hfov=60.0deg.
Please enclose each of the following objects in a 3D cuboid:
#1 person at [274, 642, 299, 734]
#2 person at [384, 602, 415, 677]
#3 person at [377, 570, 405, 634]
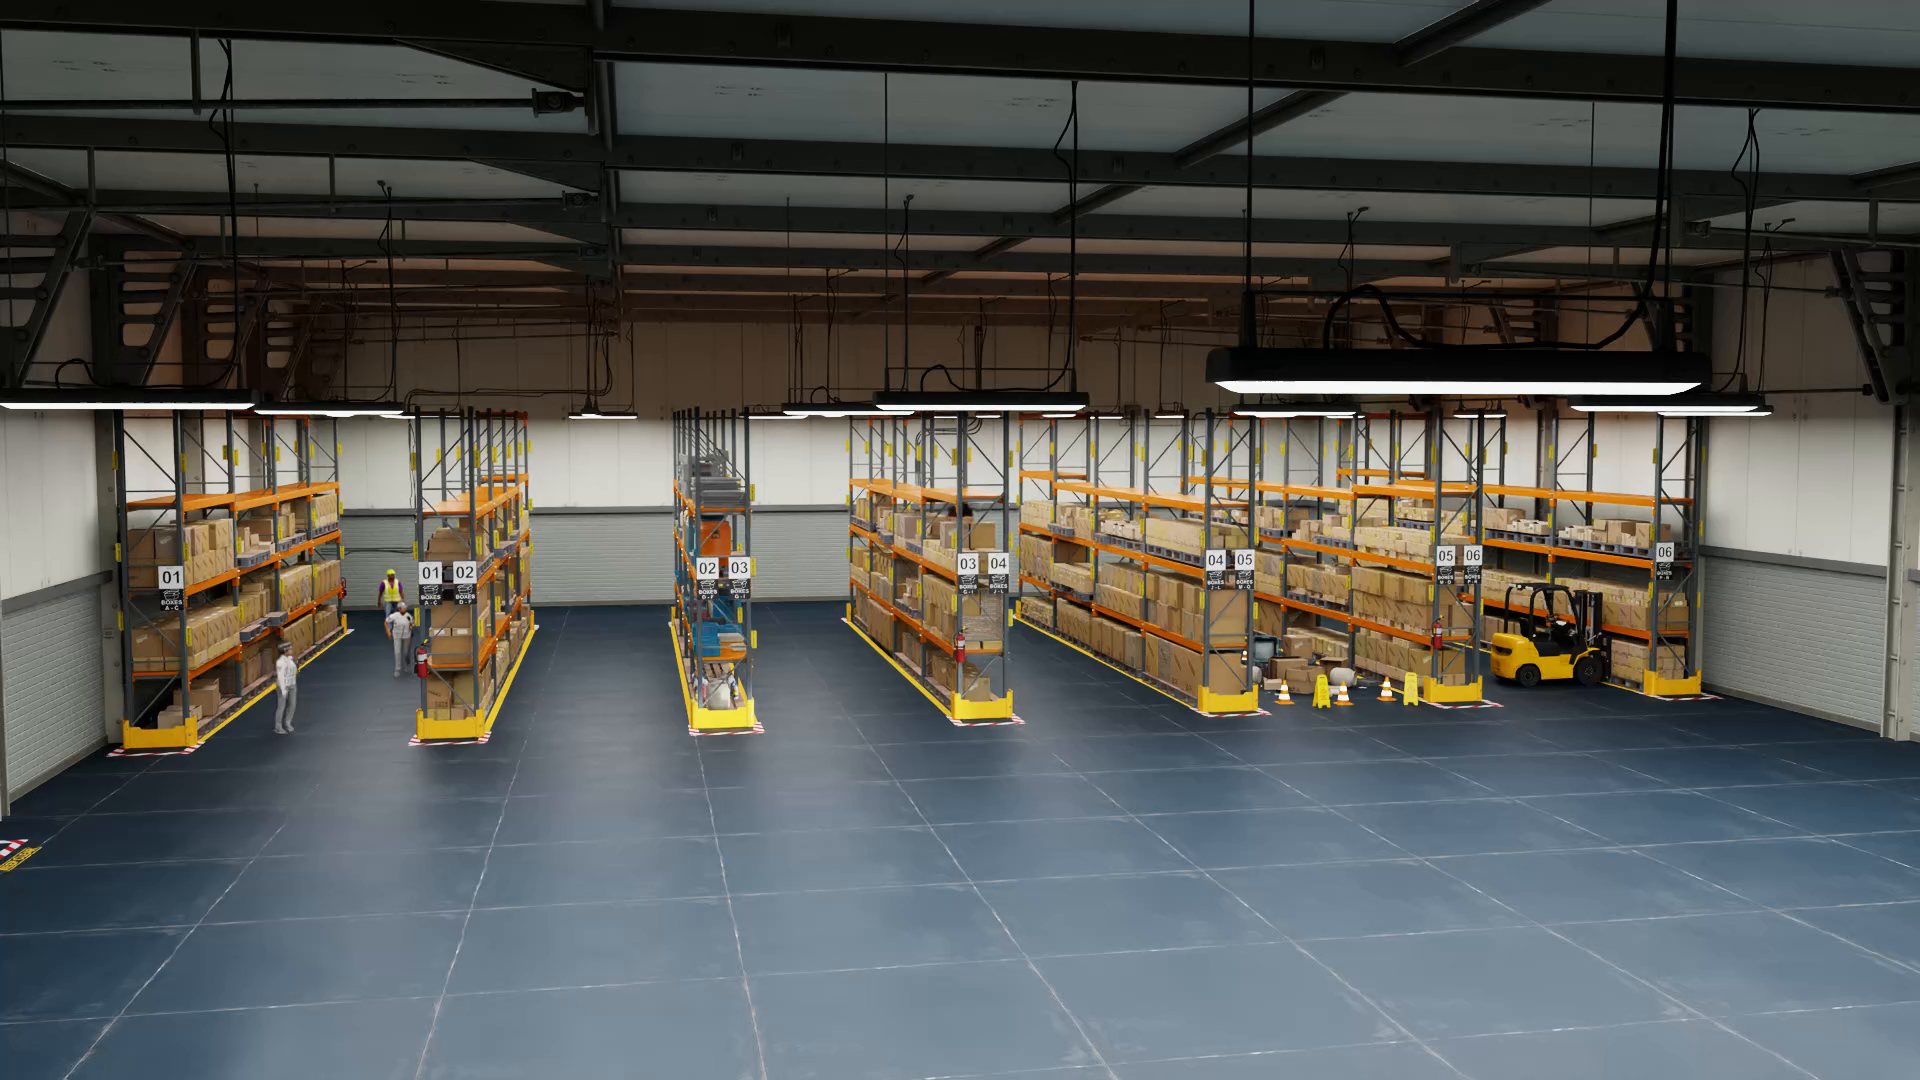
[{"bbox_3d":[-12.420,2.710,30.636,0.384,1.691,0.516,2,4,22],"label":"person"},{"bbox_3d":[-12.637,2.216,37.462,0.636,1.613,1.028,-1,4,-10],"label":"person"},{"bbox_3d":[-15.441,1.661,45.153,0.733,1.724,1.080,-1,4,-15],"label":"person"}]
